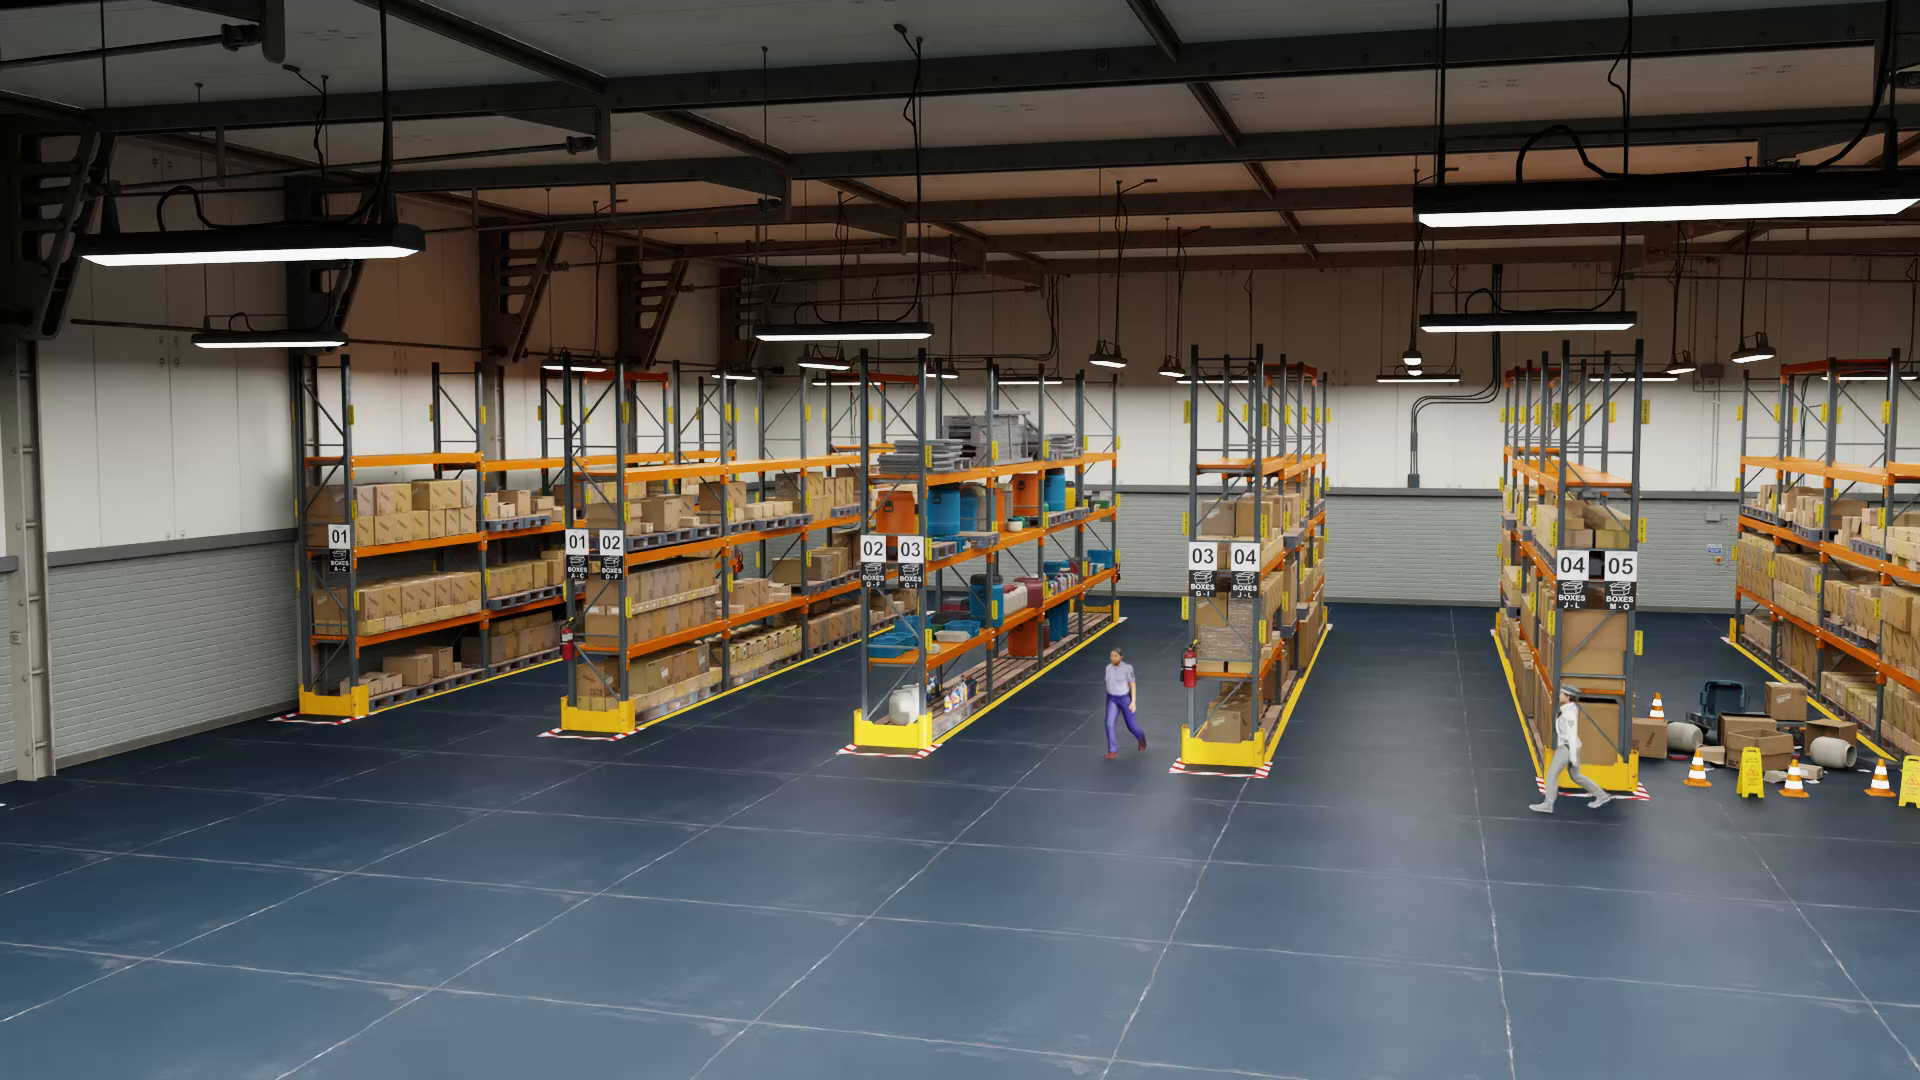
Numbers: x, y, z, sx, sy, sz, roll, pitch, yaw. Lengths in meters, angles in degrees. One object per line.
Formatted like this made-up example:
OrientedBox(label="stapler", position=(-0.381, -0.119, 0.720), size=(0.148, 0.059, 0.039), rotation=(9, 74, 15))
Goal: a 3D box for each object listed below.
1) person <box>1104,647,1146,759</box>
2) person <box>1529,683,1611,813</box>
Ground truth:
OrientedBox(label="person", position=(2.381, 2.365, 24.415), size=(0.502, 1.610, 0.889), rotation=(3, 5, 30))
OrientedBox(label="person", position=(7.664, 2.607, 20.834), size=(0.970, 1.642, 0.486), rotation=(1, 4, 17))
